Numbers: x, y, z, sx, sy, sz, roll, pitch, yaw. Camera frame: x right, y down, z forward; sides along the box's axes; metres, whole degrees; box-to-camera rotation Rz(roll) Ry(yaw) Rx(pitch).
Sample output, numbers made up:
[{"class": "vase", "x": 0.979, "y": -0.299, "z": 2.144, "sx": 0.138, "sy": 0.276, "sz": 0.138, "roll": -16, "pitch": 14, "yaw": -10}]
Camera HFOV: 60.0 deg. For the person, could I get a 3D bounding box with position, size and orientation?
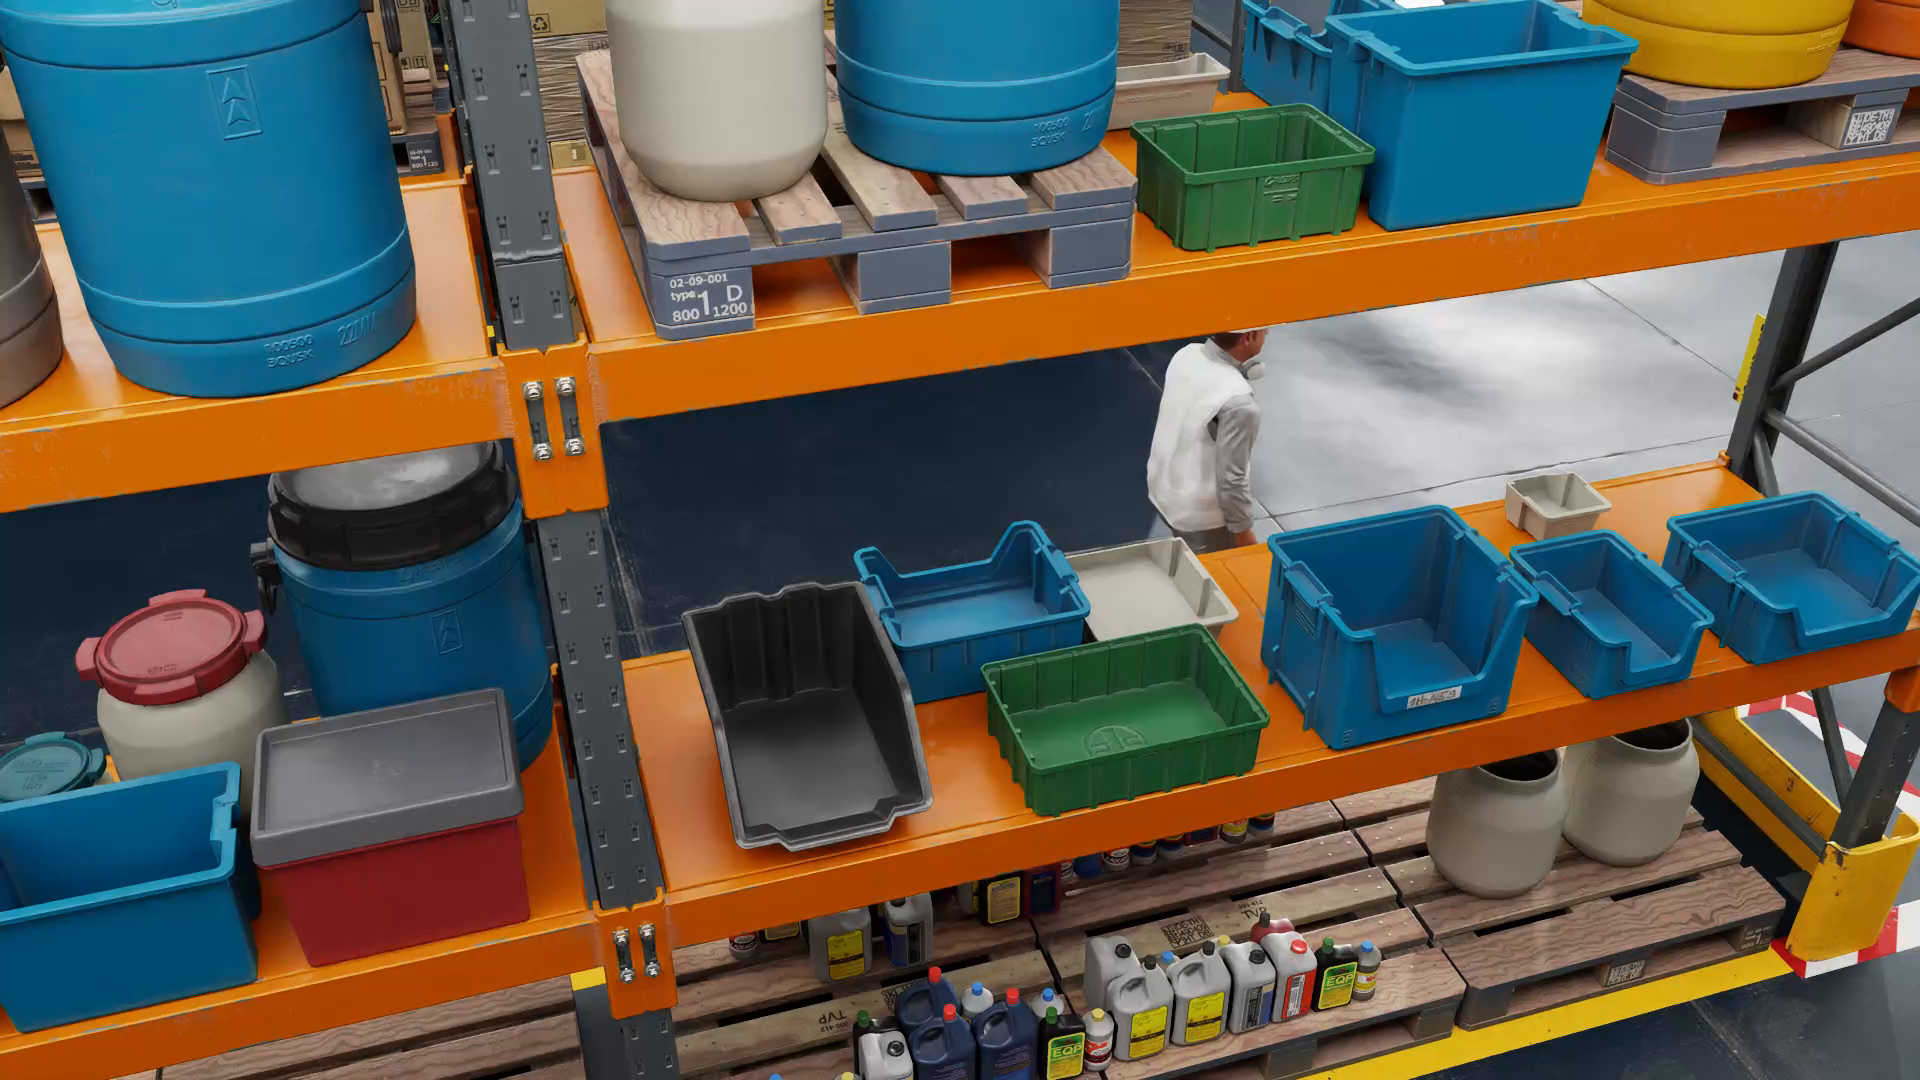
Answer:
[{"class": "person", "x": 0.955, "y": -0.154, "z": 6.350, "sx": 0.465, "sy": 1.771, "sz": 0.580, "roll": -10, "pitch": 35, "yaw": -14}]
